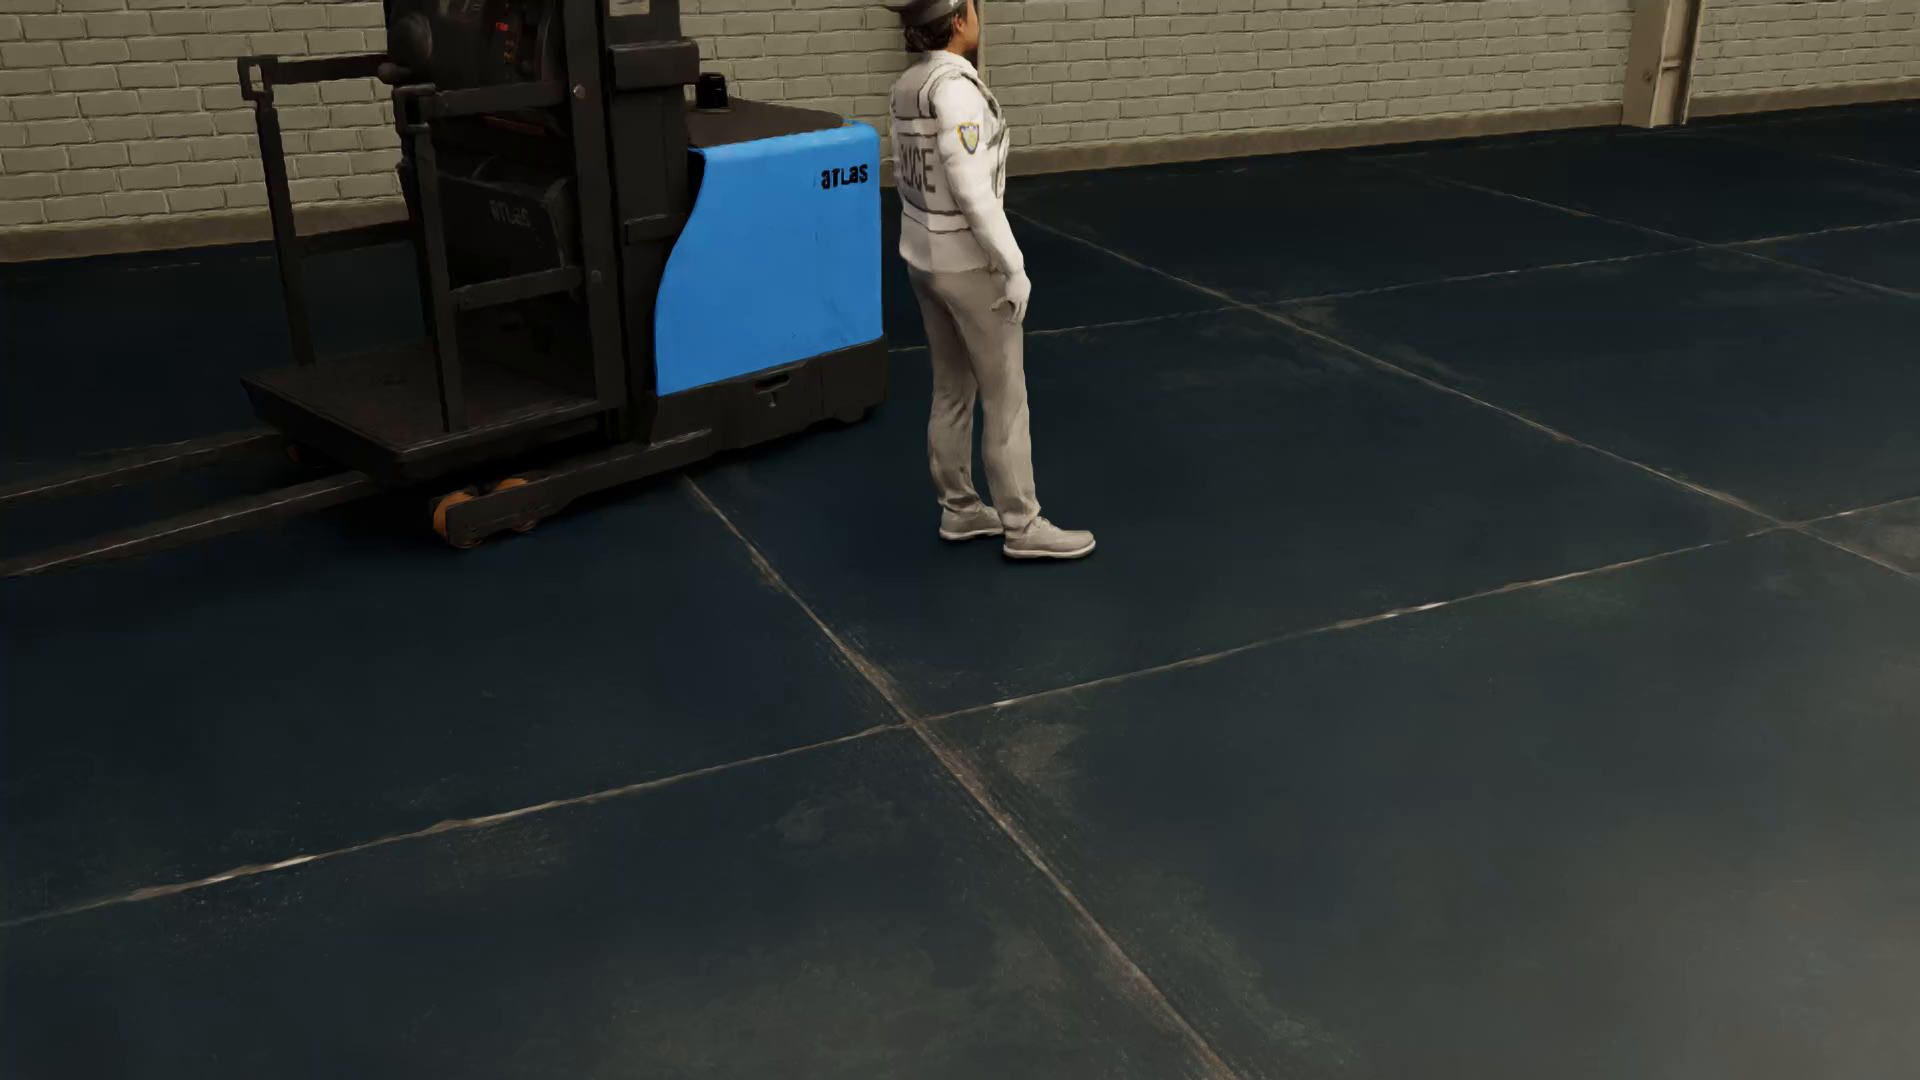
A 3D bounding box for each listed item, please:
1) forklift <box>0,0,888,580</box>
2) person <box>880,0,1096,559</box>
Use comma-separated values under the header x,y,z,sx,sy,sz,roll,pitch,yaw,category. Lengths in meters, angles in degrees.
x,y,z,sx,sy,sz,roll,pitch,yaw,category
-1.664,-1.549,5.016,1.130,2.935,3.031,21,30,41,forklift
0.064,-0.798,4.799,0.532,1.695,0.586,-10,25,-23,person
